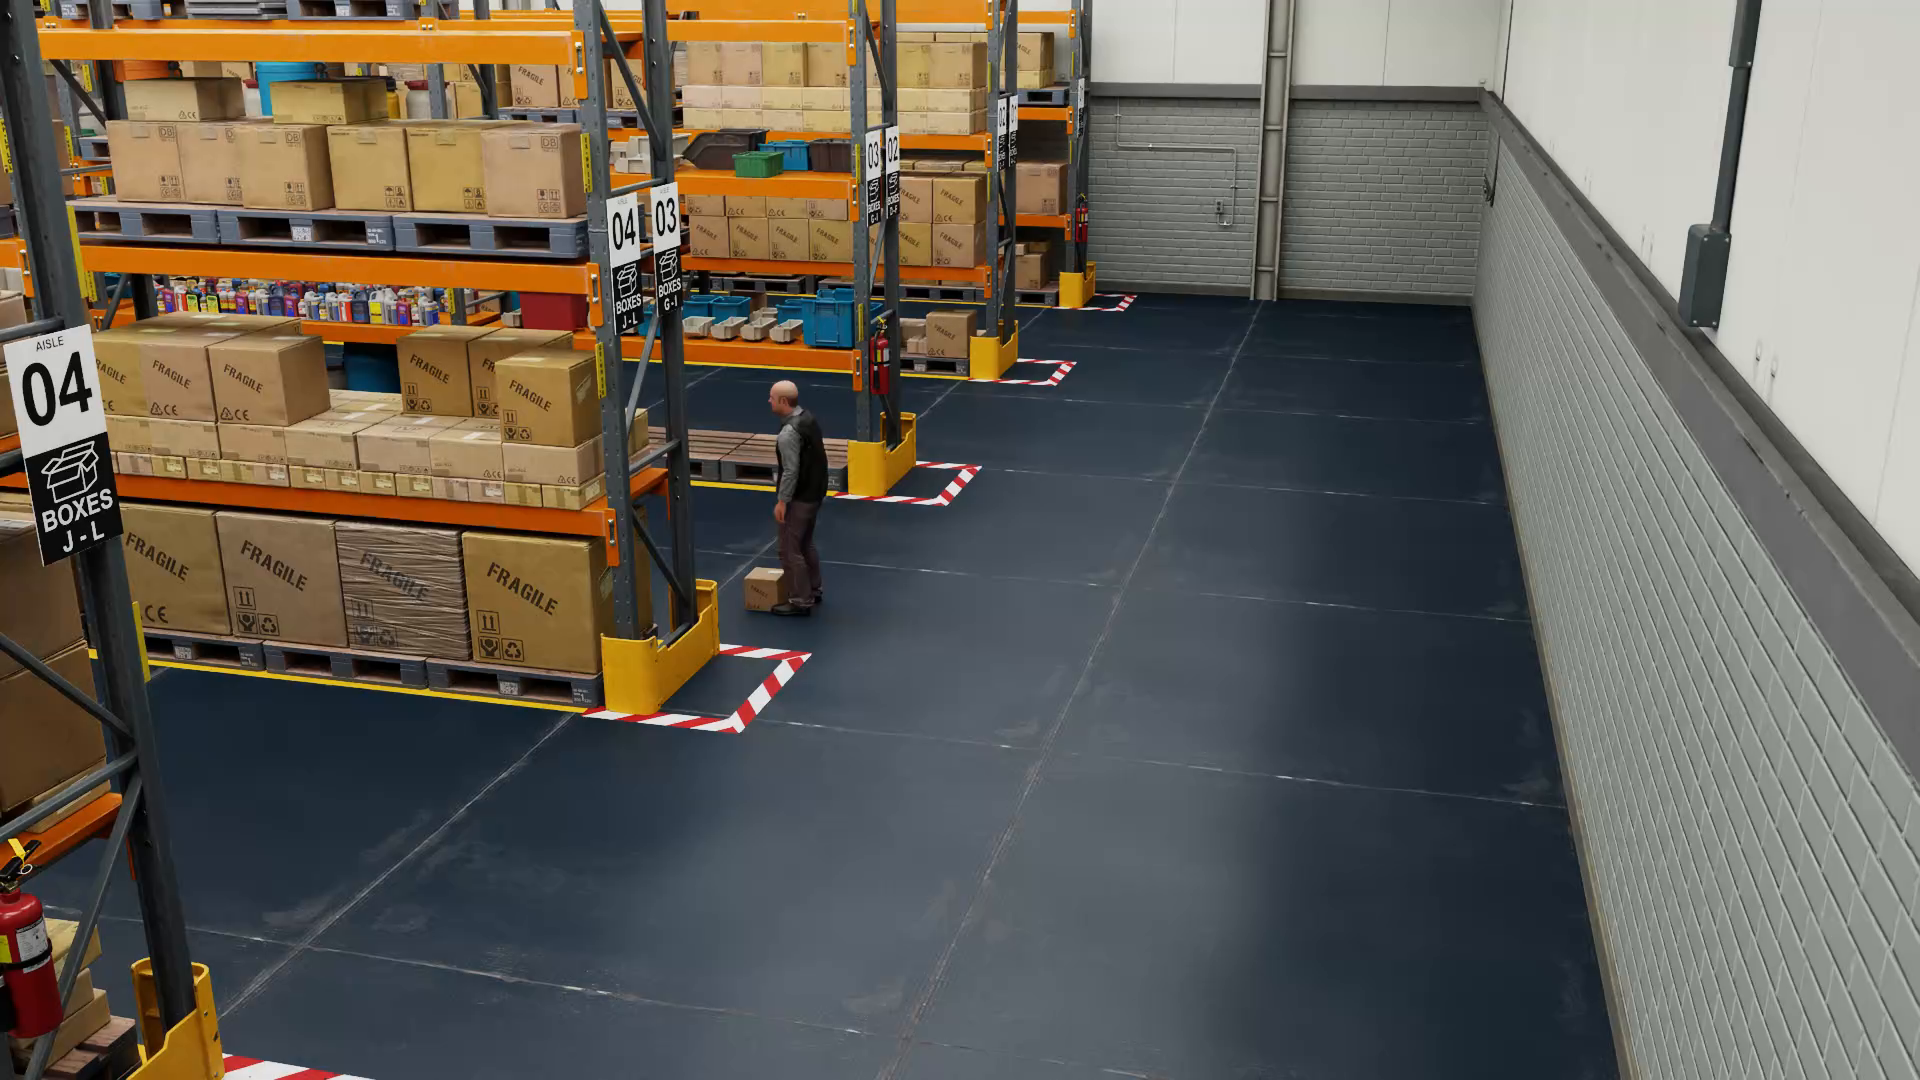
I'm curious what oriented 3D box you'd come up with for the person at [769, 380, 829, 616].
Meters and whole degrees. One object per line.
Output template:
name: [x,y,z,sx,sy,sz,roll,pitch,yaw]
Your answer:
person: [-1.162,-0.310,12.038,0.412,1.722,0.592,4,18,11]
